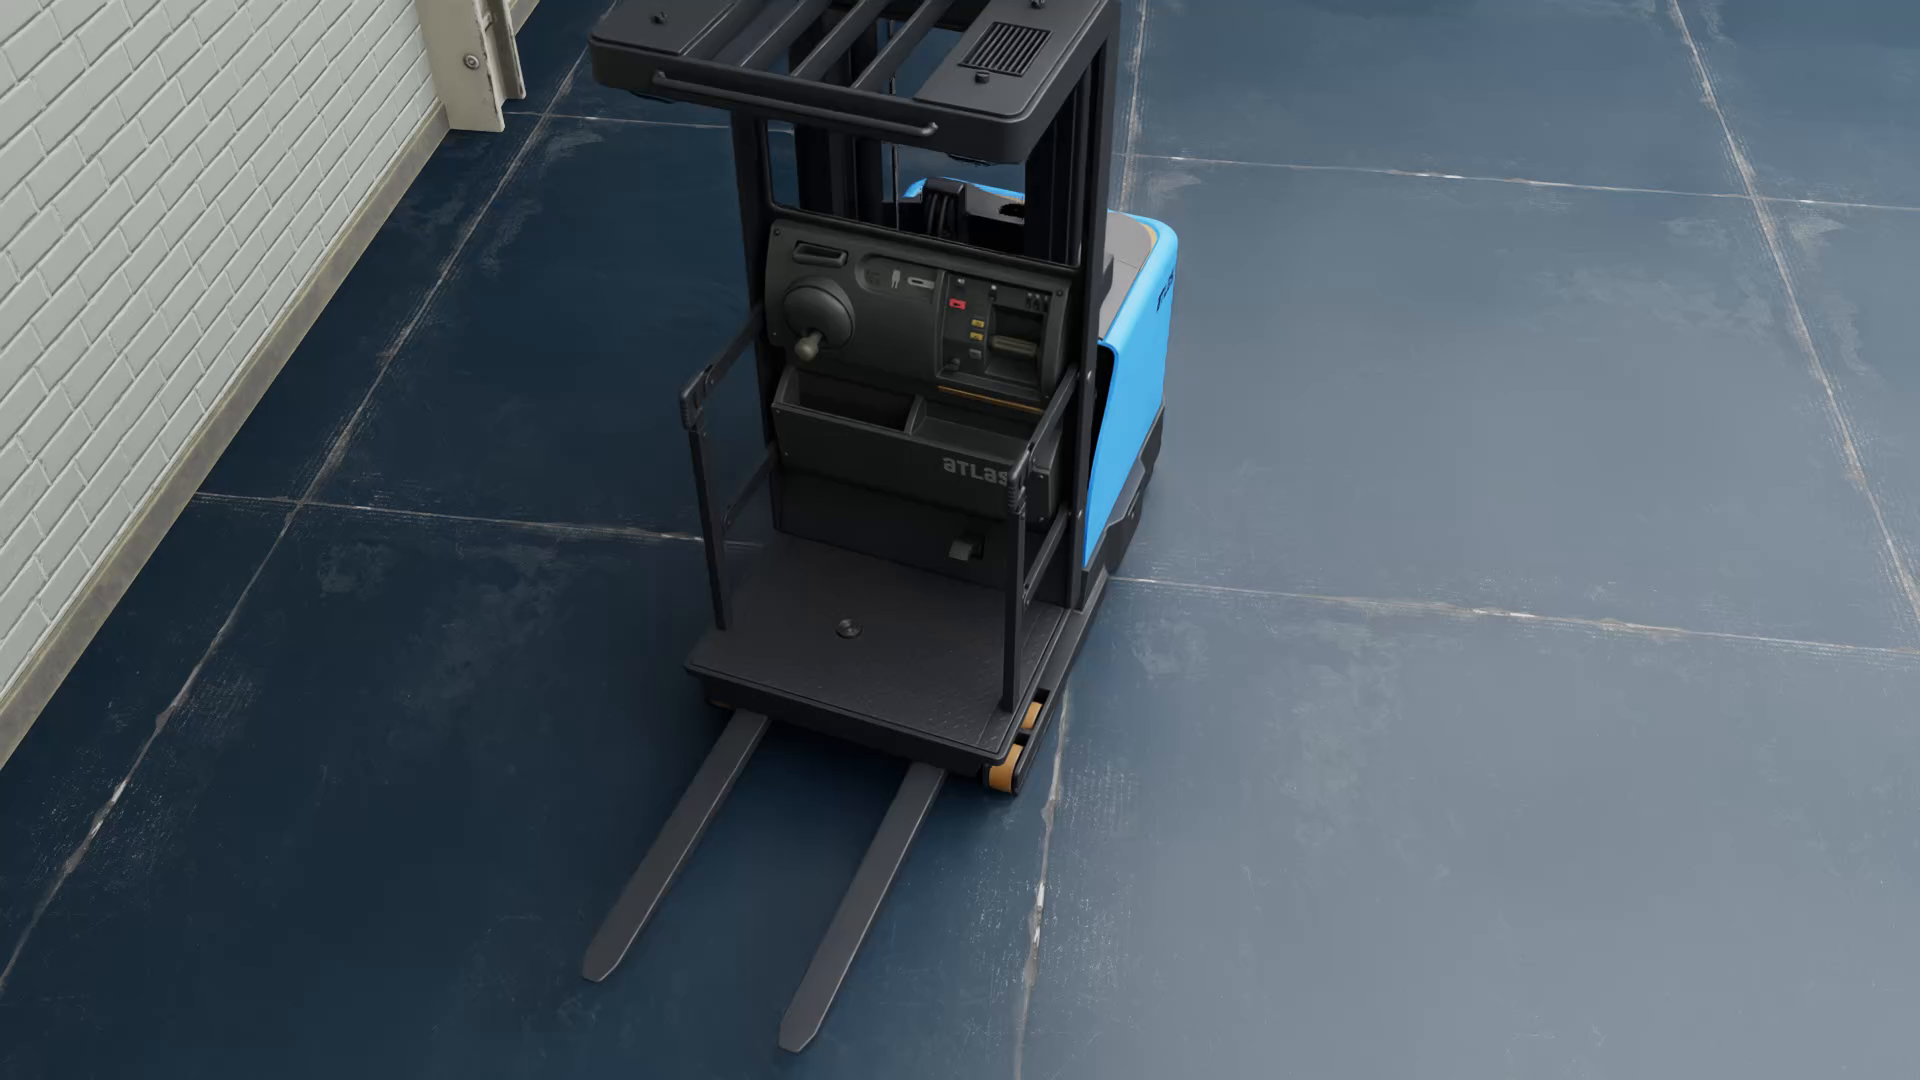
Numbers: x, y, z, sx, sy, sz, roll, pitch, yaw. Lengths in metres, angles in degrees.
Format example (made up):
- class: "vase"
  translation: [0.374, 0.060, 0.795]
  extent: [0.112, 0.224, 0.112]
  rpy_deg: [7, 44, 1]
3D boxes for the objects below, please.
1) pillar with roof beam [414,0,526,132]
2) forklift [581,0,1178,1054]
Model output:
- class: "pillar with roof beam"
  translation: [1.815, -5.095, 5.085]
  extent: [9.100, 9.000, 0.400]
  rpy_deg: [5, 44, 6]
- class: "forklift"
  translation: [-0.212, -0.576, 4.727]
  extent: [1.130, 2.935, 3.031]
  rpy_deg: [15, 45, 15]
